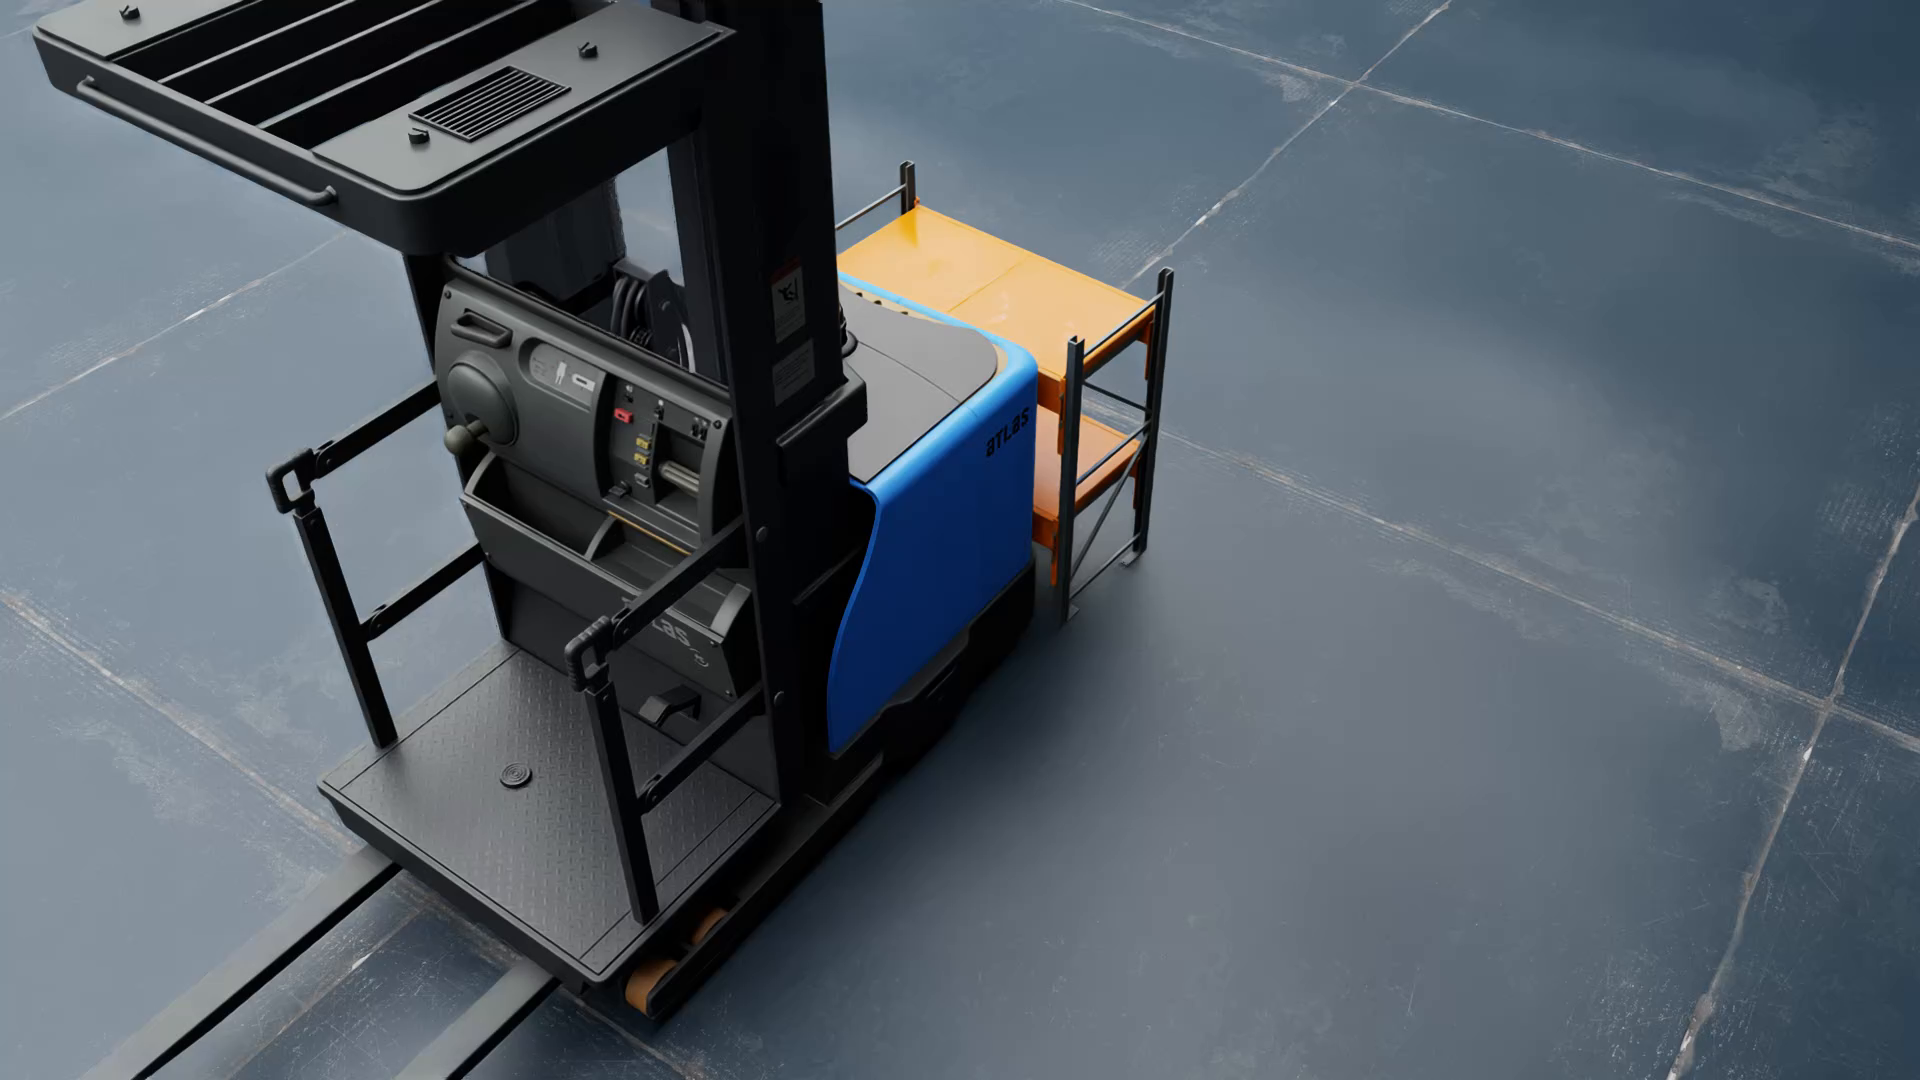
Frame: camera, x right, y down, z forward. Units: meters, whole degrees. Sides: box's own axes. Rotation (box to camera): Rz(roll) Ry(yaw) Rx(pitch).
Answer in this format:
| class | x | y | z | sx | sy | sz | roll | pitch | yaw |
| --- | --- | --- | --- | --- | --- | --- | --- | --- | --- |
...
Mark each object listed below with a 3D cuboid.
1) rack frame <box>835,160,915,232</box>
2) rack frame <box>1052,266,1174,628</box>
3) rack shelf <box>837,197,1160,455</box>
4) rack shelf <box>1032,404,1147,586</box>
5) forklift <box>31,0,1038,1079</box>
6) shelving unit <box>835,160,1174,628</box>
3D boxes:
| class | x | y | z | sx | sy | sz | roll | pitch | yaw |
| --- | --- | --- | --- | --- | --- | --- | --- | --- | --- |
| rack frame | -0.317 | -0.693 | 5.681 | 0.032 | 1.125 | 0.500 | 28 | 49 | 28 |
| rack frame | 0.472 | -0.266 | 5.204 | 0.032 | 1.125 | 0.500 | 28 | 49 | 28 |
| rack shelf | 0.077 | -0.698 | 5.247 | 1.000 | 0.278 | 0.538 | 28 | 49 | 28 |
| rack shelf | 0.077 | -0.297 | 5.605 | 1.000 | 0.278 | 0.538 | 28 | 49 | 28 |
| forklift | -1.030 | -0.220 | 3.798 | 1.130 | 2.935 | 3.031 | 26 | 48 | 26 |
| shelving unit | 0.077 | -0.480 | 5.442 | 1.048 | 1.125 | 0.538 | 28 | 49 | 28 |
